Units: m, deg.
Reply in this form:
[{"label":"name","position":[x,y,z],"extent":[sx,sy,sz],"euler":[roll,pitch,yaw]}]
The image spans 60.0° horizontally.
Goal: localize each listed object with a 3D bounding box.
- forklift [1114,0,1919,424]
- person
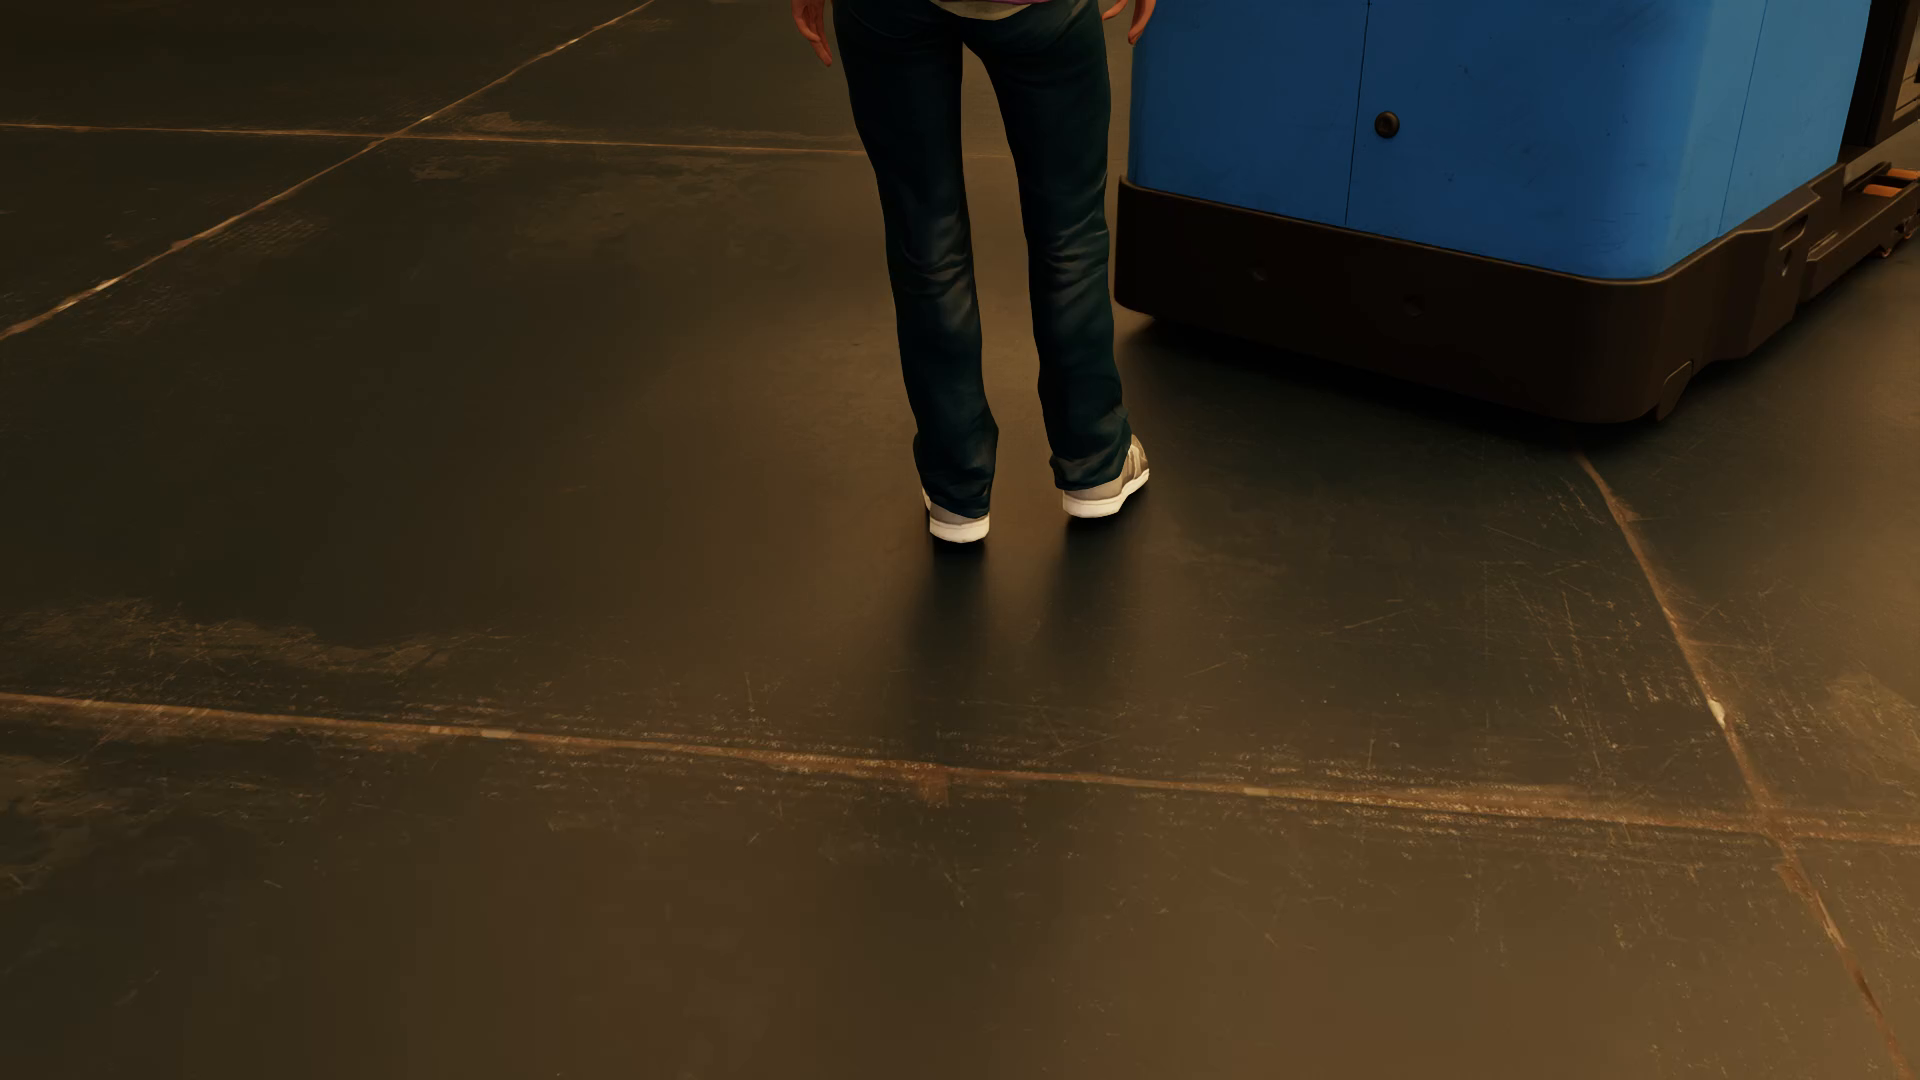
[{"label":"forklift","position":[1.646,-2.082,3.389],"extent":[1.130,2.935,3.031],"euler":[21,33,36]},{"label":"person","position":[0.024,-0.753,2.204],"extent":[0.520,1.597,0.476],"euler":[3,27,7]}]
